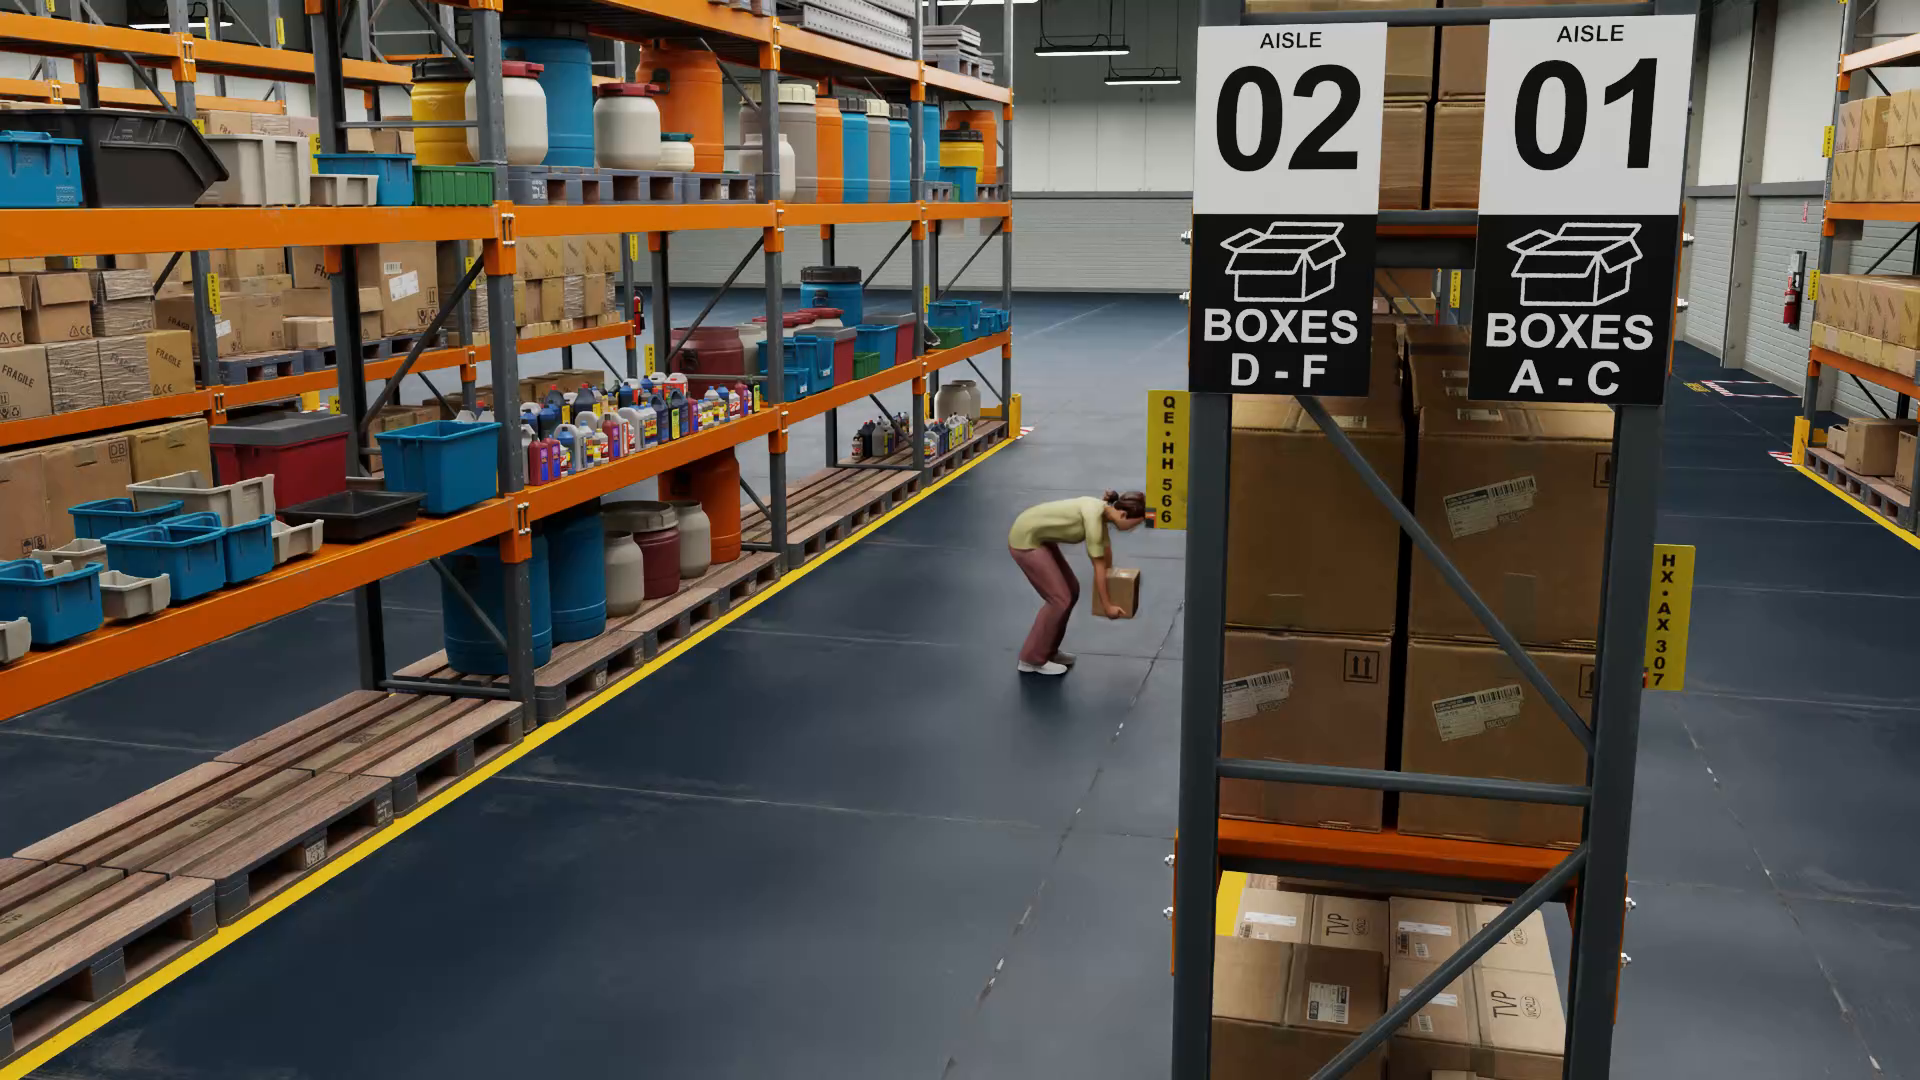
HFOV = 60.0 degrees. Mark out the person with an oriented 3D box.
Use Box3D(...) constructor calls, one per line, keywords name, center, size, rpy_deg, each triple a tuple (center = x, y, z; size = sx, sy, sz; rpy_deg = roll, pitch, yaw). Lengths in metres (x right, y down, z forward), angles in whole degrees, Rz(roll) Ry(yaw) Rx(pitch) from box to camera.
Box3D(name="person", center=(0.719, 0.245, 10.116), size=(0.854, 1.131, 0.447), rpy_deg=(2, 12, 11))
